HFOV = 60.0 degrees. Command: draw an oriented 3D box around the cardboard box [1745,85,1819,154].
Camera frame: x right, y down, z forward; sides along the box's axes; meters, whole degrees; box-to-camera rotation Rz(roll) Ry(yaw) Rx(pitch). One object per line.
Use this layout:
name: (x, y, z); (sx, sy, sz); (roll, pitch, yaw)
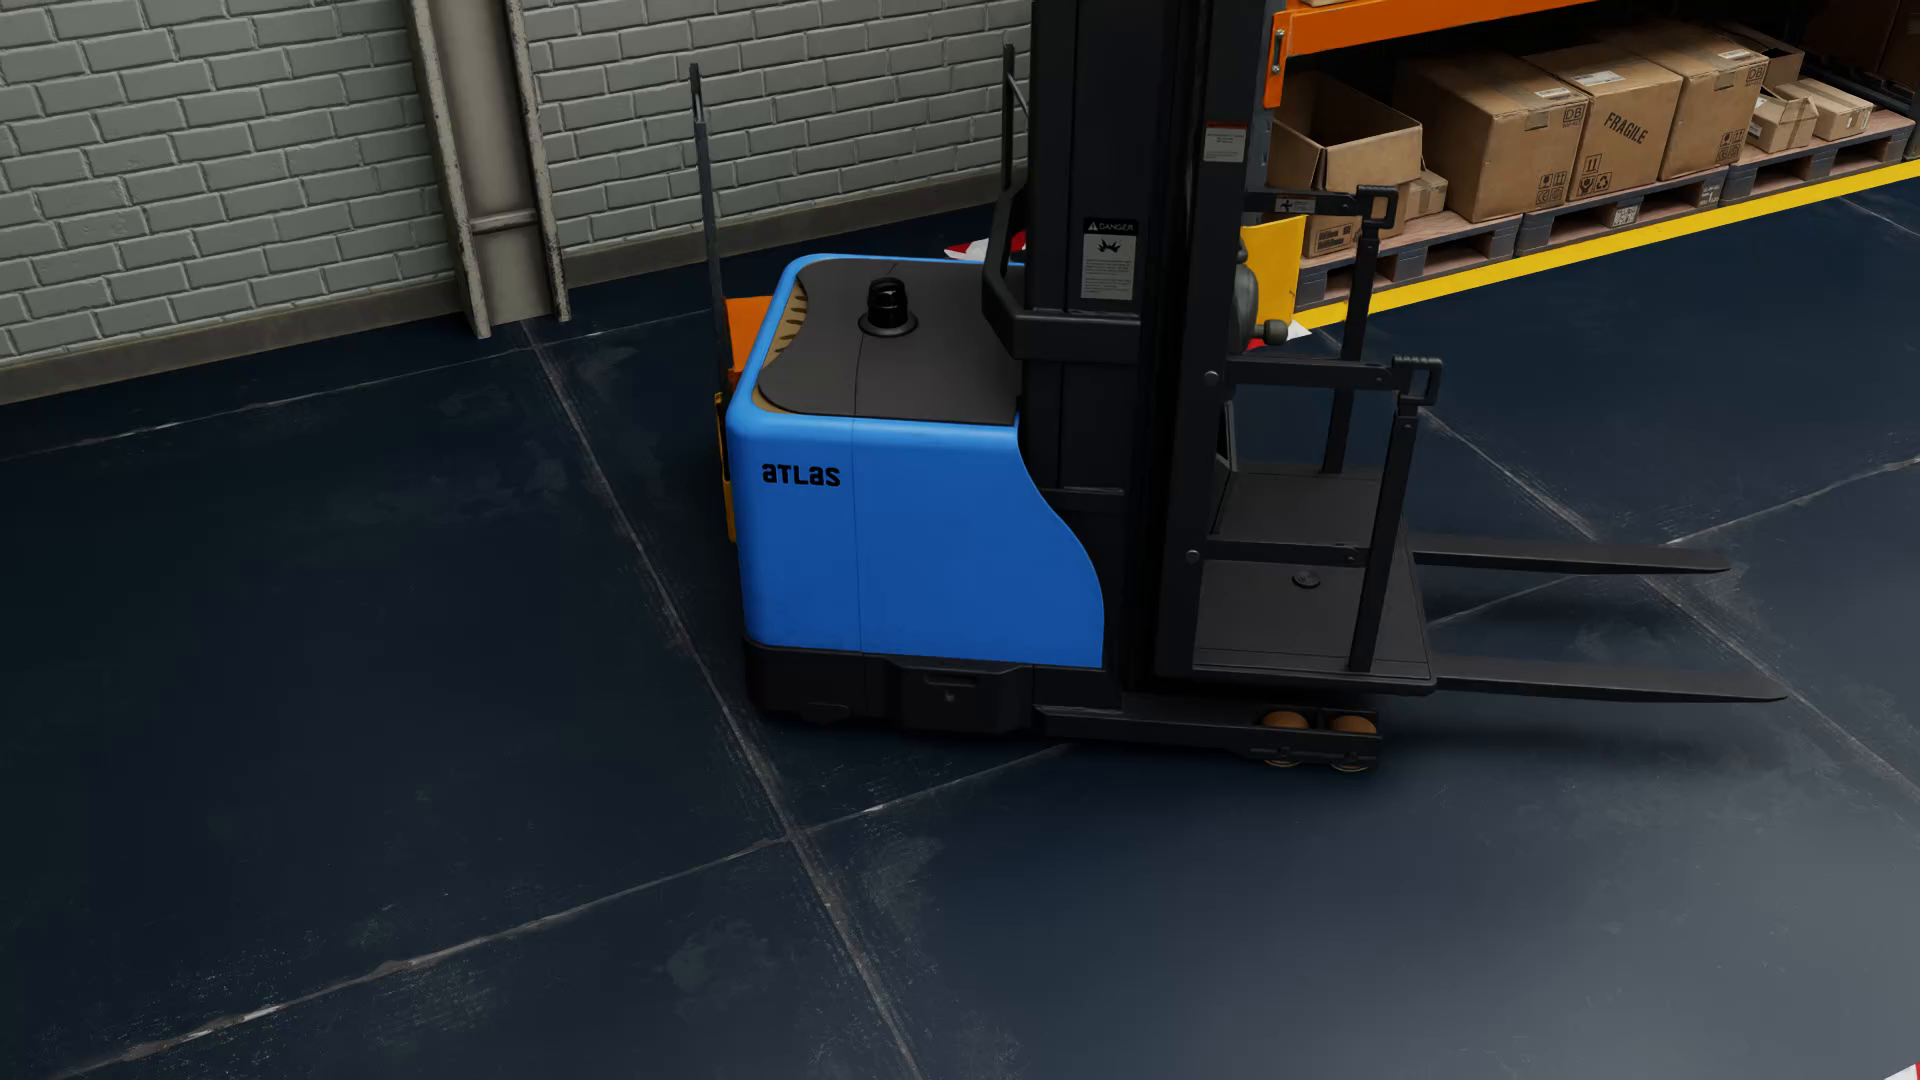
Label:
cardboard box: (3.864, -2.056, 7.946); (0.258, 0.266, 0.396); (-14, 39, -18)

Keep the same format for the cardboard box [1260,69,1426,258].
cardboard box: (1.539, -1.632, 7.175); (0.637, 0.503, 0.797); (-17, 40, -22)

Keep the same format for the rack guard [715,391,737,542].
rack guard: (-0.803, -0.267, 5.900); (0.087, 0.250, 0.587); (-6, 37, -8)

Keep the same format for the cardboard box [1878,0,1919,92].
cardboard box: (5.100, -2.541, 8.403); (0.500, 0.500, 0.500); (-14, 39, -18)

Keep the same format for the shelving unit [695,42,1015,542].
shelving unit: (-0.312, -0.819, 5.595); (1.083, 1.500, 0.587); (-6, 37, -8)

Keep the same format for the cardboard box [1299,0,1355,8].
cardboard box: (1.360, -2.197, 6.405); (0.250, 0.149, 0.380); (-16, 39, -20)

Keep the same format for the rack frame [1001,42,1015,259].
rack frame: (0.198, -0.871, 5.666); (0.032, 1.500, 0.500); (-6, 37, -8)

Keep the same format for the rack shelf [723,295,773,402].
rack shelf: (-0.303, -0.676, 5.704); (1.000, 0.185, 0.538); (-6, 37, -8)

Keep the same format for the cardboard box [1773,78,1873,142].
cardboard box: (4.187, -2.099, 8.103); (0.250, 0.149, 0.380); (-17, 40, -21)

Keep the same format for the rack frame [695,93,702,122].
rack frame: (-0.804, -0.770, 5.529); (0.013, 1.308, 0.475); (-6, 37, -8)

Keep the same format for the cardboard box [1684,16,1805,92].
cardboard box: (3.868, -2.424, 8.404); (0.500, 0.311, 0.500); (-14, 39, -18)

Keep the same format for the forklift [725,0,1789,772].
forklift: (0.906, -0.837, 4.419); (3.031, 2.935, 1.130); (3, 37, 5)

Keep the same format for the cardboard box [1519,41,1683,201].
cardboard box: (2.851, -1.906, 7.548); (0.500, 0.500, 0.500); (-15, 39, -19)

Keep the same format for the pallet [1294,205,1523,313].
pallet: (1.736, -1.464, 7.547); (1.213, 0.211, 1.003); (-16, 39, -20)
